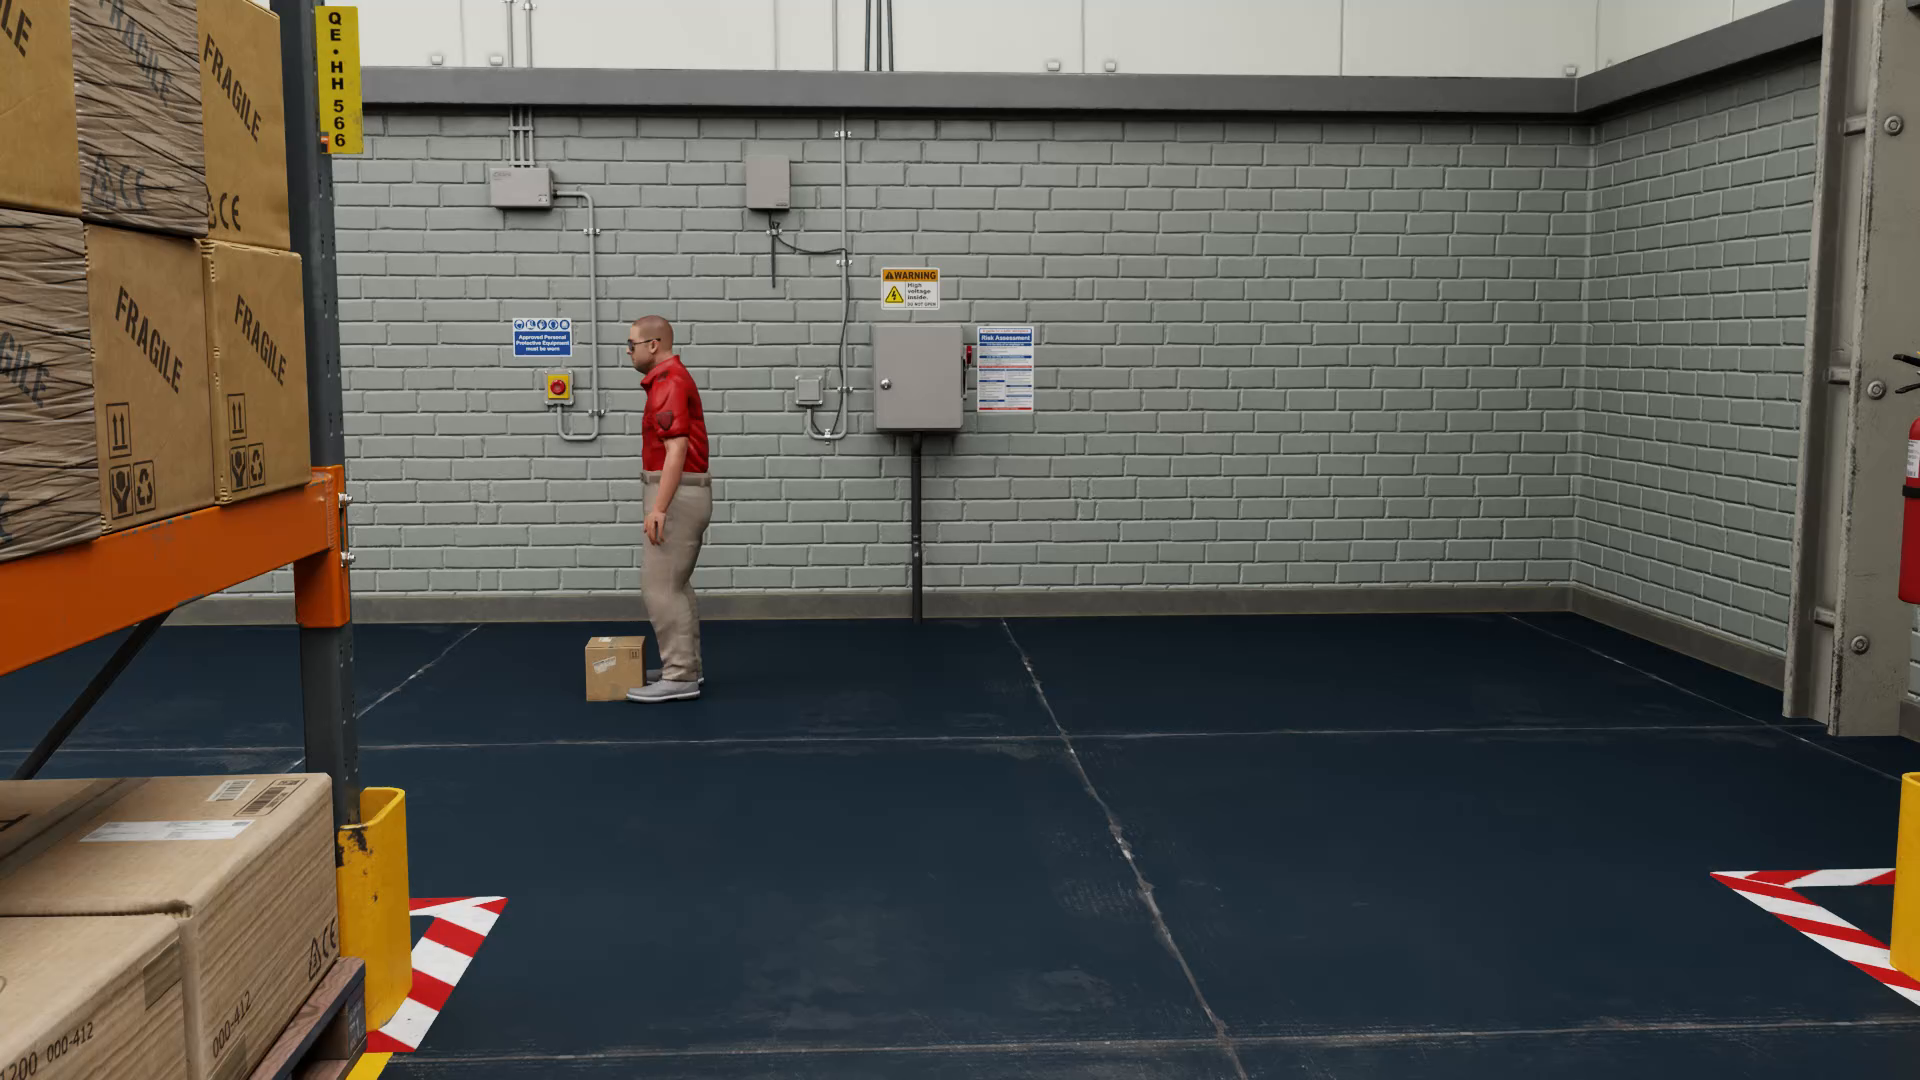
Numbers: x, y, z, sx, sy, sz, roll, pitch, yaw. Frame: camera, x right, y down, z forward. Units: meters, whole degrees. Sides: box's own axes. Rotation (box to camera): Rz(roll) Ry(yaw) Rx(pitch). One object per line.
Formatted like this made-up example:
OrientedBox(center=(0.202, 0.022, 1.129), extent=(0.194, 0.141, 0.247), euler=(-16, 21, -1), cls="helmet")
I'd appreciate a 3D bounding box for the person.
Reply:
OrientedBox(center=(-1.324, -0.105, 7.556), extent=(0.393, 1.638, 0.603), euler=(-1, 7, -6), cls="person")
